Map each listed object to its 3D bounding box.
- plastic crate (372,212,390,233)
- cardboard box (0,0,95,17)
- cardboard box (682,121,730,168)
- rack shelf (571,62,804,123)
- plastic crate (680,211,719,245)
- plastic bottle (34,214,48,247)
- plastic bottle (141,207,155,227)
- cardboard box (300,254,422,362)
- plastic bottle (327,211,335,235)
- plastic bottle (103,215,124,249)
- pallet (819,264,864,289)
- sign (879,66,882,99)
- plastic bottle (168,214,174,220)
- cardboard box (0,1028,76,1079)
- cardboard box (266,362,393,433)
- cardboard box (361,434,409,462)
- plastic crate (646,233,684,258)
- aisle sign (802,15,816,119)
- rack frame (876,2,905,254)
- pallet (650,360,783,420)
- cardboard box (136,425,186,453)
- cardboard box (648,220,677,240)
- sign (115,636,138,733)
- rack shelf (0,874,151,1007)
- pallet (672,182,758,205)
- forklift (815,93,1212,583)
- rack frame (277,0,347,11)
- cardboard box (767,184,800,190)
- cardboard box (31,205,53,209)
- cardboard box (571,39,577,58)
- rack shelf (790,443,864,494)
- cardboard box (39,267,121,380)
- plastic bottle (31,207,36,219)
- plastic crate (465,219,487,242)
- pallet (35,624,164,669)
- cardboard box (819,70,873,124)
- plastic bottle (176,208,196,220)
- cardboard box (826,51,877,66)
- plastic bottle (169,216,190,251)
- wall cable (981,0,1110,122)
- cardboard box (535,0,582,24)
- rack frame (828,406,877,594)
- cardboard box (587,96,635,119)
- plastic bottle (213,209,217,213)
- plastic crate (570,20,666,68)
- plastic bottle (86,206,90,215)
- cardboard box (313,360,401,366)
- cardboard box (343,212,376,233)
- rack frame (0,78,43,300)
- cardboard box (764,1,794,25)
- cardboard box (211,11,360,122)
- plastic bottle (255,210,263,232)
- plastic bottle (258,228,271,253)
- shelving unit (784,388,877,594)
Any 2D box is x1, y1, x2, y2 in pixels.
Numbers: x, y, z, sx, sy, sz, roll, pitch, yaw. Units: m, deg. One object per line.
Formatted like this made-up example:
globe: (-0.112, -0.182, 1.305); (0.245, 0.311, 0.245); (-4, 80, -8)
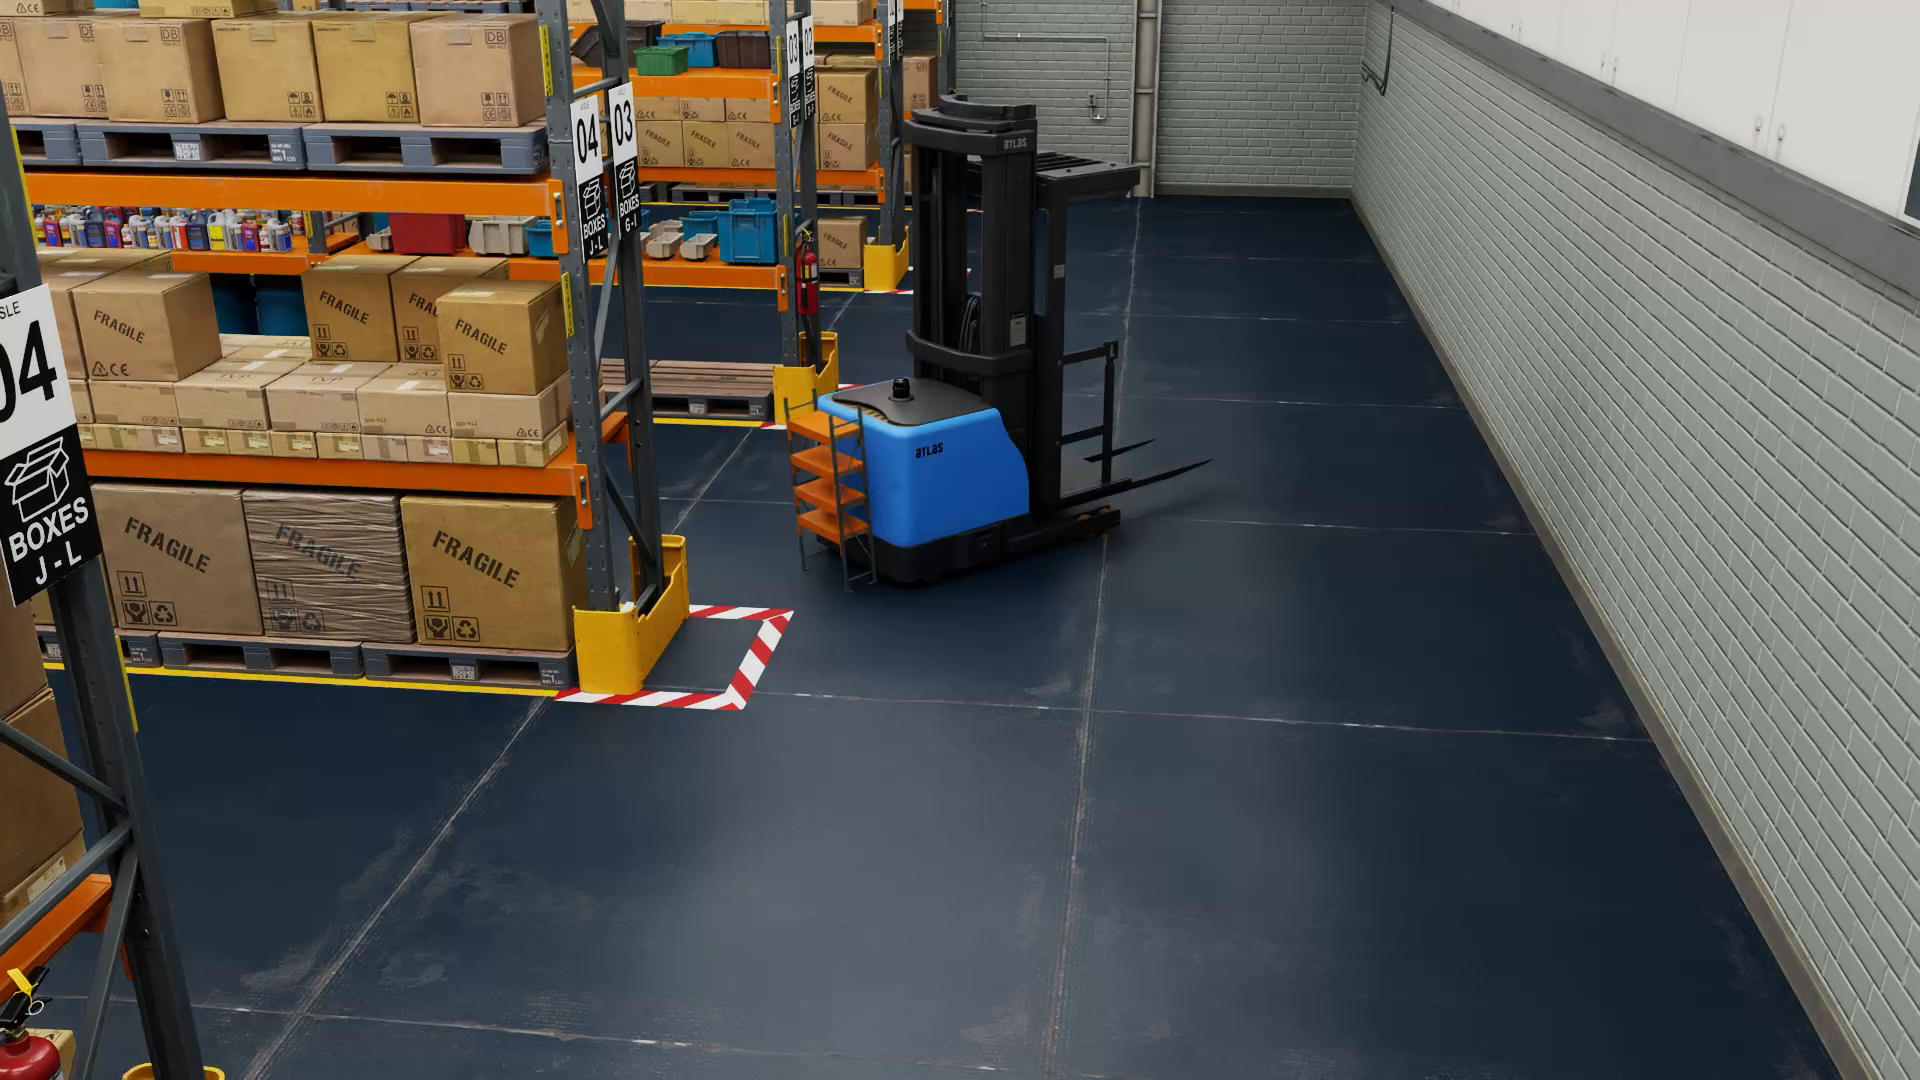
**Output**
plastic crate: (-4.810, -2.856, 14.523); (0.575, 0.384, 0.392); (2, 22, 6)
cardboard box: (-4.963, -2.912, 8.781); (0.500, 0.250, 0.500); (1, 22, 3)
cardboard box: (-2.742, -4.399, 18.352); (0.500, 0.500, 0.500); (2, 22, 6)
rack shelf: (-3.328, -3.705, 13.630); (4.000, 0.370, 1.077); (2, 22, 6)
plastic crate: (-2.202, -2.667, 14.253); (0.300, 0.233, 0.416); (2, 22, 6)
plastic bottle: (-7.865, -2.652, 14.244); (0.097, 0.271, 0.097); (0, 22, 0)
plastic bottle: (-7.201, -2.851, 14.747); (0.097, 0.271, 0.097); (0, 22, 0)
cardboard box: (-3.381, -1.328, 9.499); (0.500, 0.500, 0.500); (2, 22, 5)
plastic bottle: (-5.628, -2.848, 14.723); (0.133, 0.283, 0.061); (2, 22, 6)
plastic bottle: (-7.206, -2.623, 14.152); (0.133, 0.283, 0.061); (2, 22, 6)
pallet: (-1.622, -3.107, 19.011); (1.213, 0.211, 1.003); (2, 22, 6)
sign: (-0.840, -4.850, 17.623); (0.005, 0.325, 0.100); (2, 22, 6)
plastic bottle: (-6.744, -2.660, 14.263); (0.097, 0.271, 0.097); (0, 22, 0)
cardboard box: (-3.089, 1.764, 5.395); (0.250, 0.149, 0.380); (2, 22, 4)
cardboard box: (-3.446, -0.786, 9.148); (0.500, 0.250, 0.500); (2, 22, 4)
cardboard box: (-3.073, -0.561, 9.121); (0.250, 0.149, 0.380); (3, 22, 7)
plastic crate: (-2.459, -2.450, 13.834); (0.243, 0.136, 0.396); (2, 22, 6)
aisle sign: (-1.235, -3.872, 13.618); (0.004, 0.787, 0.394); (2, 22, 6)
rack frame: (-0.755, -4.366, 18.404); (0.127, 3.000, 1.000); (2, 22, 6)
pallet: (-2.156, -1.311, 14.469); (1.213, 0.211, 1.003); (2, 22, 6)
cardboard box: (-4.355, -0.616, 9.259); (0.250, 0.149, 0.380); (3, 22, 7)
cardboard box: (-3.383, -3.540, 19.373); (0.500, 0.311, 0.500); (2, 22, 6)
sign: (-2.545, 0.456, 5.028); (0.005, 0.325, 0.100); (2, 22, 6)
rack shelf: (-4.595, 1.305, 5.038); (4.000, 0.370, 1.077); (2, 22, 6)
pallet: (-3.402, -4.990, 23.774); (1.213, 0.211, 1.003); (2, 22, 6)
forklift: (0.492, -1.508, 11.268); (3.031, 2.935, 1.130); (-16, 27, -36)
rack frame: (-5.314, -5.521, 13.165); (0.127, 3.000, 1.000); (2, 22, 6)
cardboard box: (-2.409, -5.265, 23.506); (0.500, 0.500, 0.700); (3, 22, 8)
cardboard box: (-10.764, -3.888, 19.600); (0.500, 0.311, 0.500); (3, 22, 8)
cardboard box: (-5.148, -6.843, 23.082); (0.500, 0.250, 0.500); (3, 22, 7)
rack shelf: (-0.831, -0.454, 10.507); (0.258, 0.148, 0.480); (-21, 30, -34)
cardboard box: (-4.963, -1.202, 9.179); (0.500, 0.500, 0.500); (2, 22, 6)
plastic bottle: (-8.396, -2.924, 15.026); (0.097, 0.201, 0.097); (0, 22, 0)
plastic crate: (-4.171, -2.681, 14.433); (0.590, 0.125, 0.437); (2, 22, 6)
pallet: (-5.151, 0.436, 10.051); (1.213, 0.211, 1.003); (2, 22, 6)
cardboard box: (-1.229, -4.797, 17.996); (0.500, 0.500, 0.500); (2, 22, 6)
plastic bottle: (-6.878, -2.882, 14.820); (0.135, 0.276, 0.152); (2, 22, 6)
cardboard box: (-1.407, -6.360, 23.040); (0.700, 0.700, 0.980); (2, 22, 6)
plastic bottle: (-6.607, -2.610, 14.130); (0.135, 0.276, 0.152); (2, 22, 6)
wall cable: (1.207, -6.937, 23.526); (1.851, 1.984, 0.084); (2, 22, 6)
cardboard box: (-4.273, -5.753, 18.036); (0.500, 0.250, 0.500); (2, 22, 6)
rack frame: (-0.667, -0.242, 10.396); (0.240, 1.200, 0.015); (-21, 30, -34)
cardboard box: (-3.780, -4.905, 18.272); (0.500, 0.500, 0.500); (2, 22, 5)
plastic bottle: (-6.648, -2.872, 14.794); (0.135, 0.276, 0.152); (2, 22, 6)
plastic crate: (-2.826, -4.090, 13.711); (0.767, 0.338, 0.504); (2, 22, 6)
plastic bottle: (-7.816, -2.899, 14.962); (0.097, 0.201, 0.097); (0, 22, 0)
cardboard box: (-3.385, -0.981, 9.640); (0.500, 0.250, 0.500); (2, 22, 4)
cardboard box: (-6.744, -3.566, 19.180); (0.500, 0.500, 0.500); (2, 22, 4)
rack frame: (-2.608, -1.733, 3.583); (0.127, 3.000, 1.000); (2, 22, 6)
cardboard box: (-1.791, -5.643, 17.758); (0.500, 0.250, 0.500); (2, 22, 6)
cardboard box: (-3.511, -2.509, 8.783); (0.500, 0.500, 0.700); (1, 22, 3)
plastic bottle: (-6.204, -2.861, 14.772); (0.097, 0.271, 0.097); (0, 22, 0)
plastic bottle: (-5.861, -2.533, 14.036); (0.097, 0.201, 0.097); (0, 22, 0)
shelving unit: (-0.821, -0.312, 10.571); (0.258, 1.200, 0.503); (-21, 30, -34)
